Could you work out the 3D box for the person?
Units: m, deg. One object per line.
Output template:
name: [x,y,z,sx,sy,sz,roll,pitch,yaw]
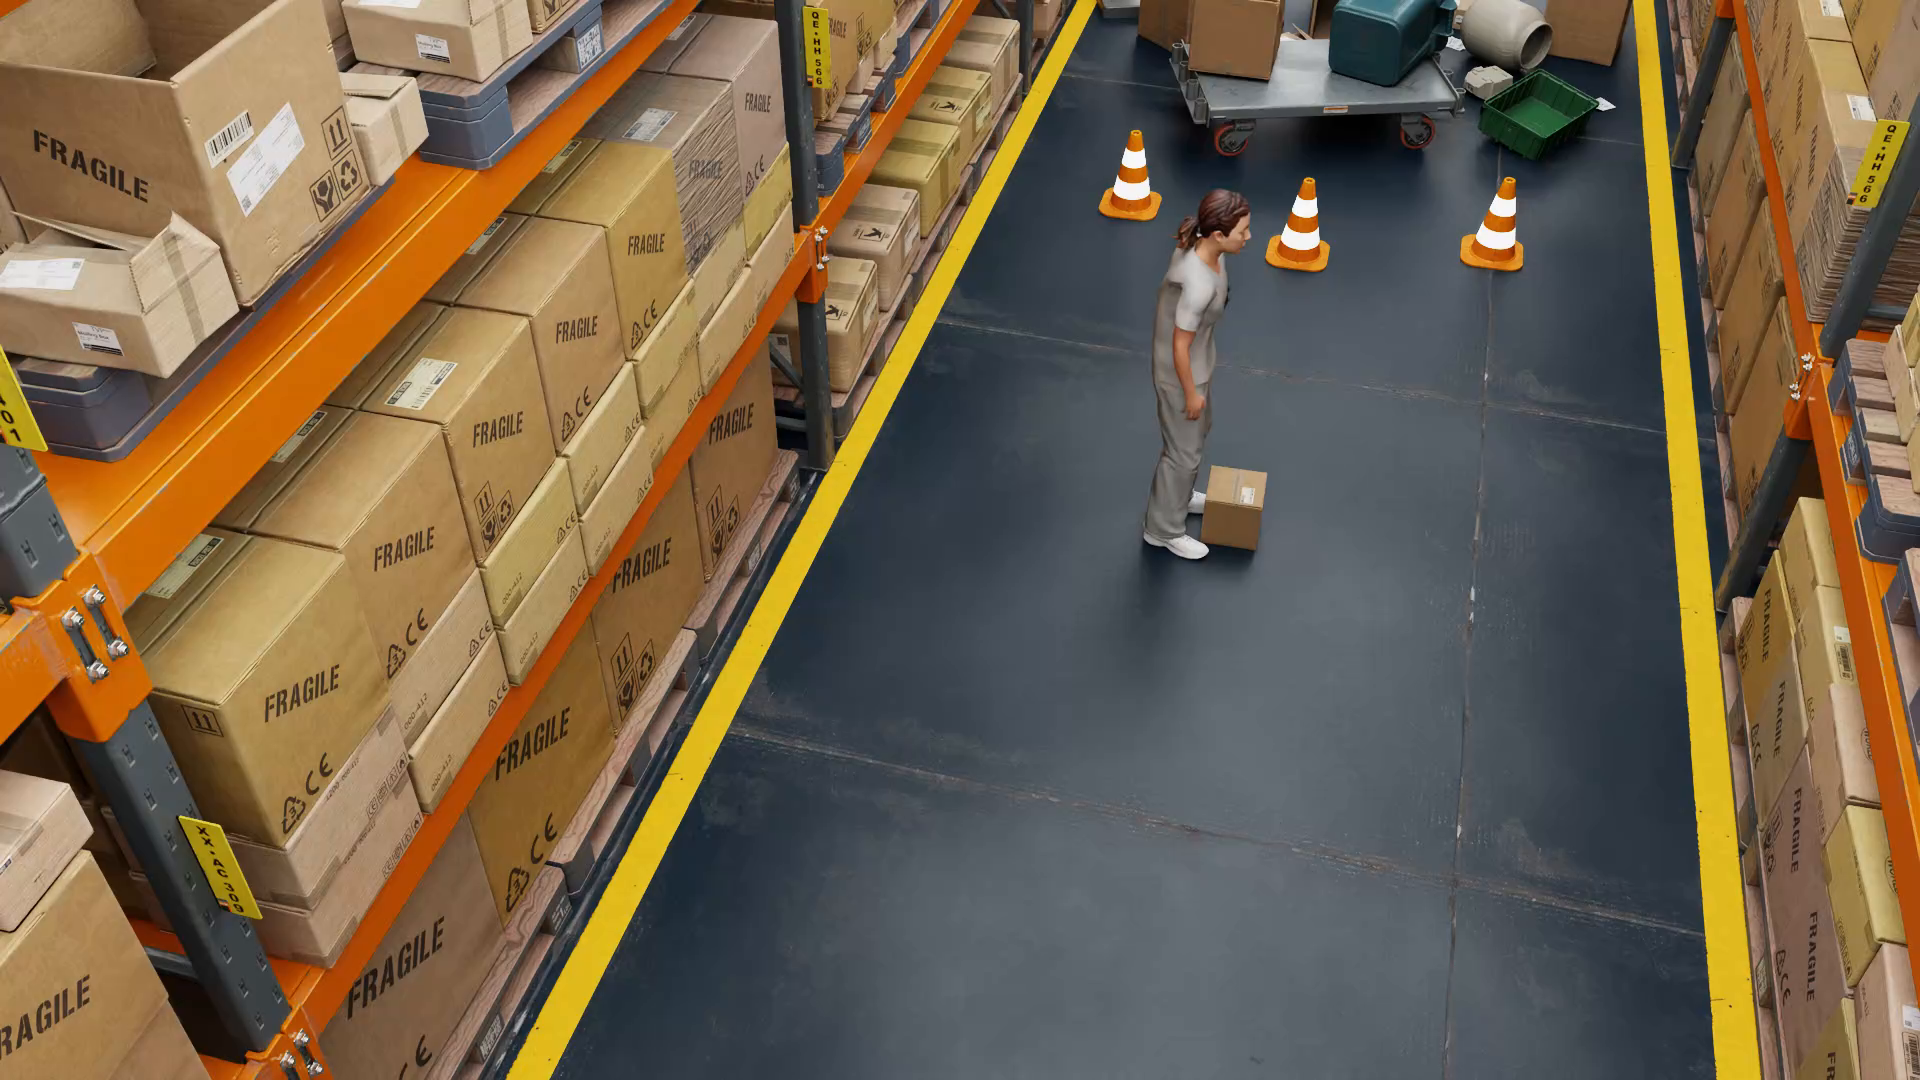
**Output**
person: [0.977,-0.712,6.973,0.355,1.673,0.488,10,42,11]
